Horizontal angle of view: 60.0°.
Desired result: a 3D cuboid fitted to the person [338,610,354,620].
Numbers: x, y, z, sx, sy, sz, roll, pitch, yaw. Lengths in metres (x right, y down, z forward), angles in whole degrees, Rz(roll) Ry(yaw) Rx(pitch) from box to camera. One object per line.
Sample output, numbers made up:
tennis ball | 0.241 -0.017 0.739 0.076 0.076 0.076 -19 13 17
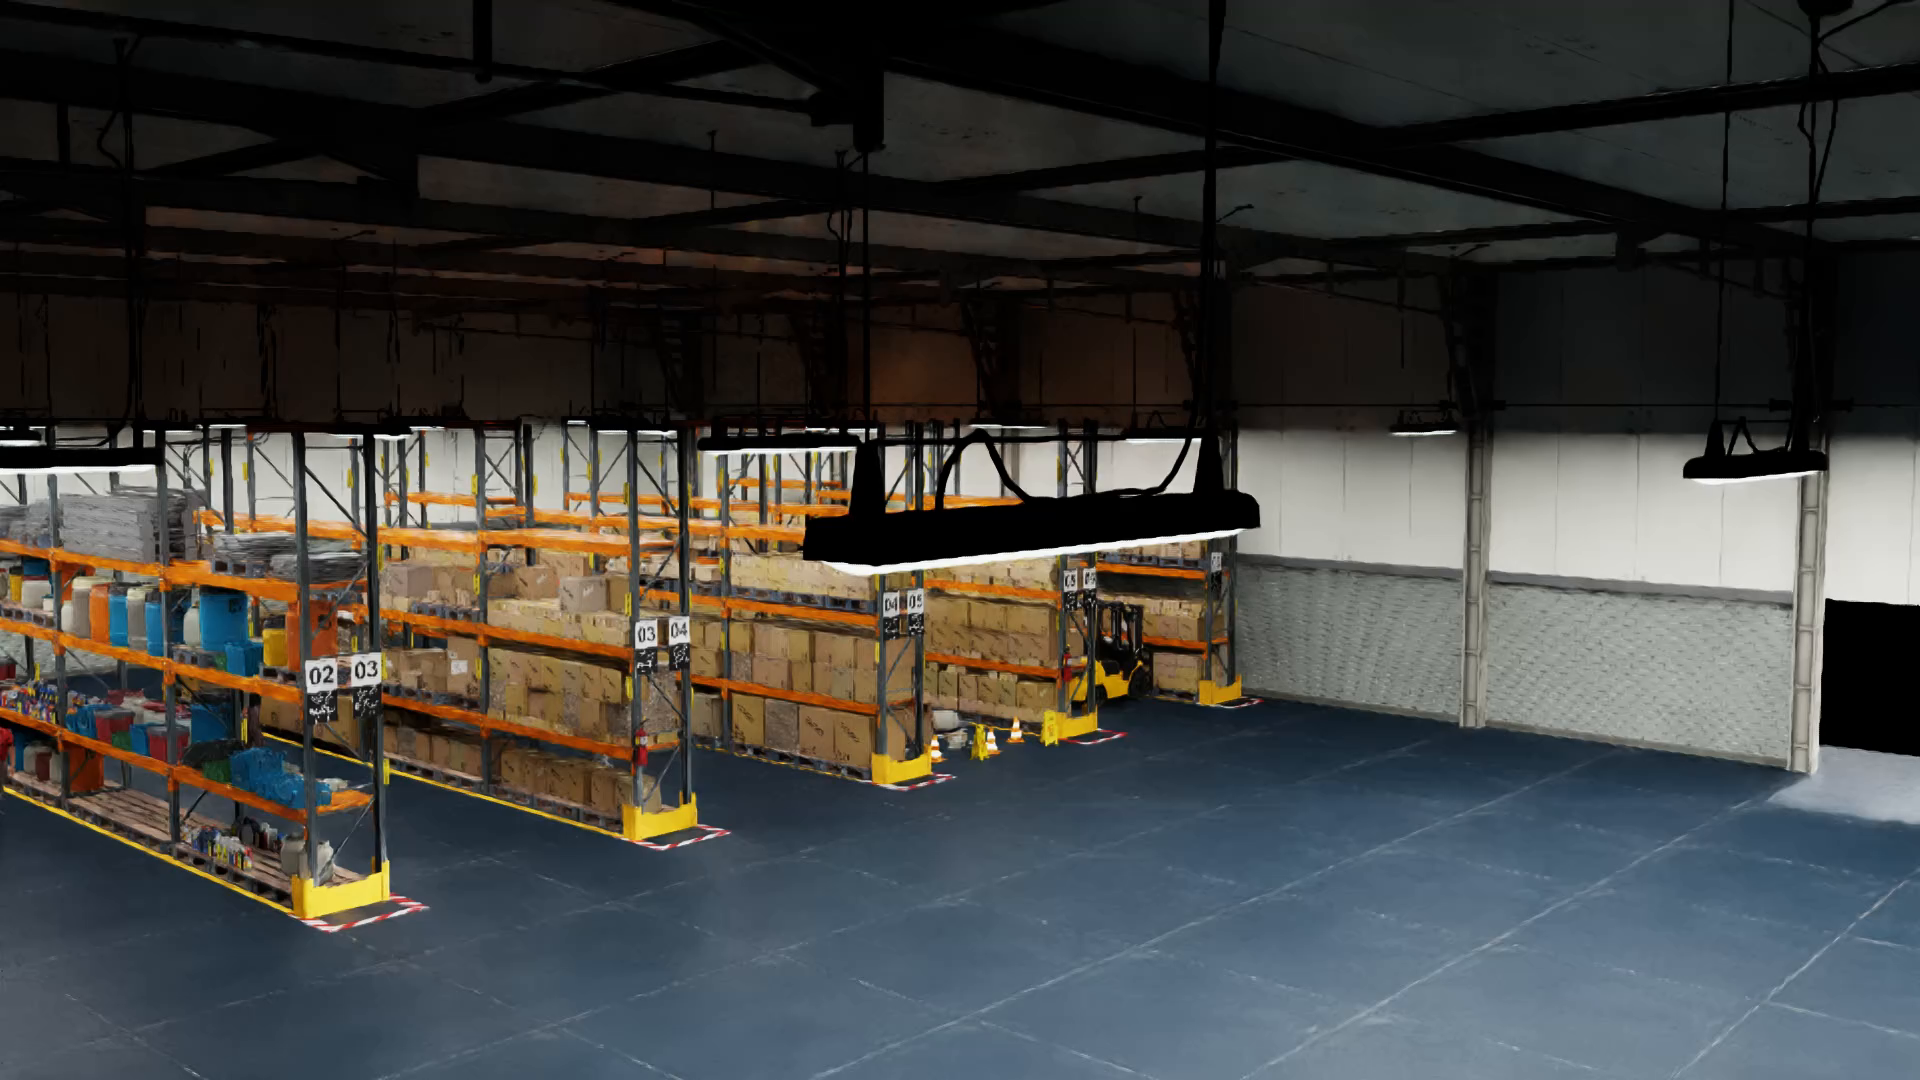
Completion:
person | -14.871 2.174 40.547 0.616 1.721 0.973 -2 5 -26

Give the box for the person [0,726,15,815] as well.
person | -14.601 3.428 25.173 0.557 1.654 1.086 -4 6 -44

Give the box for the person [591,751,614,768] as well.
person | -6.210 3.102 28.696 0.569 1.770 0.446 1 5 15

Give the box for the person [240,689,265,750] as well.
person | -12.840 3.013 29.971 0.574 1.708 0.625 -1 5 -18
